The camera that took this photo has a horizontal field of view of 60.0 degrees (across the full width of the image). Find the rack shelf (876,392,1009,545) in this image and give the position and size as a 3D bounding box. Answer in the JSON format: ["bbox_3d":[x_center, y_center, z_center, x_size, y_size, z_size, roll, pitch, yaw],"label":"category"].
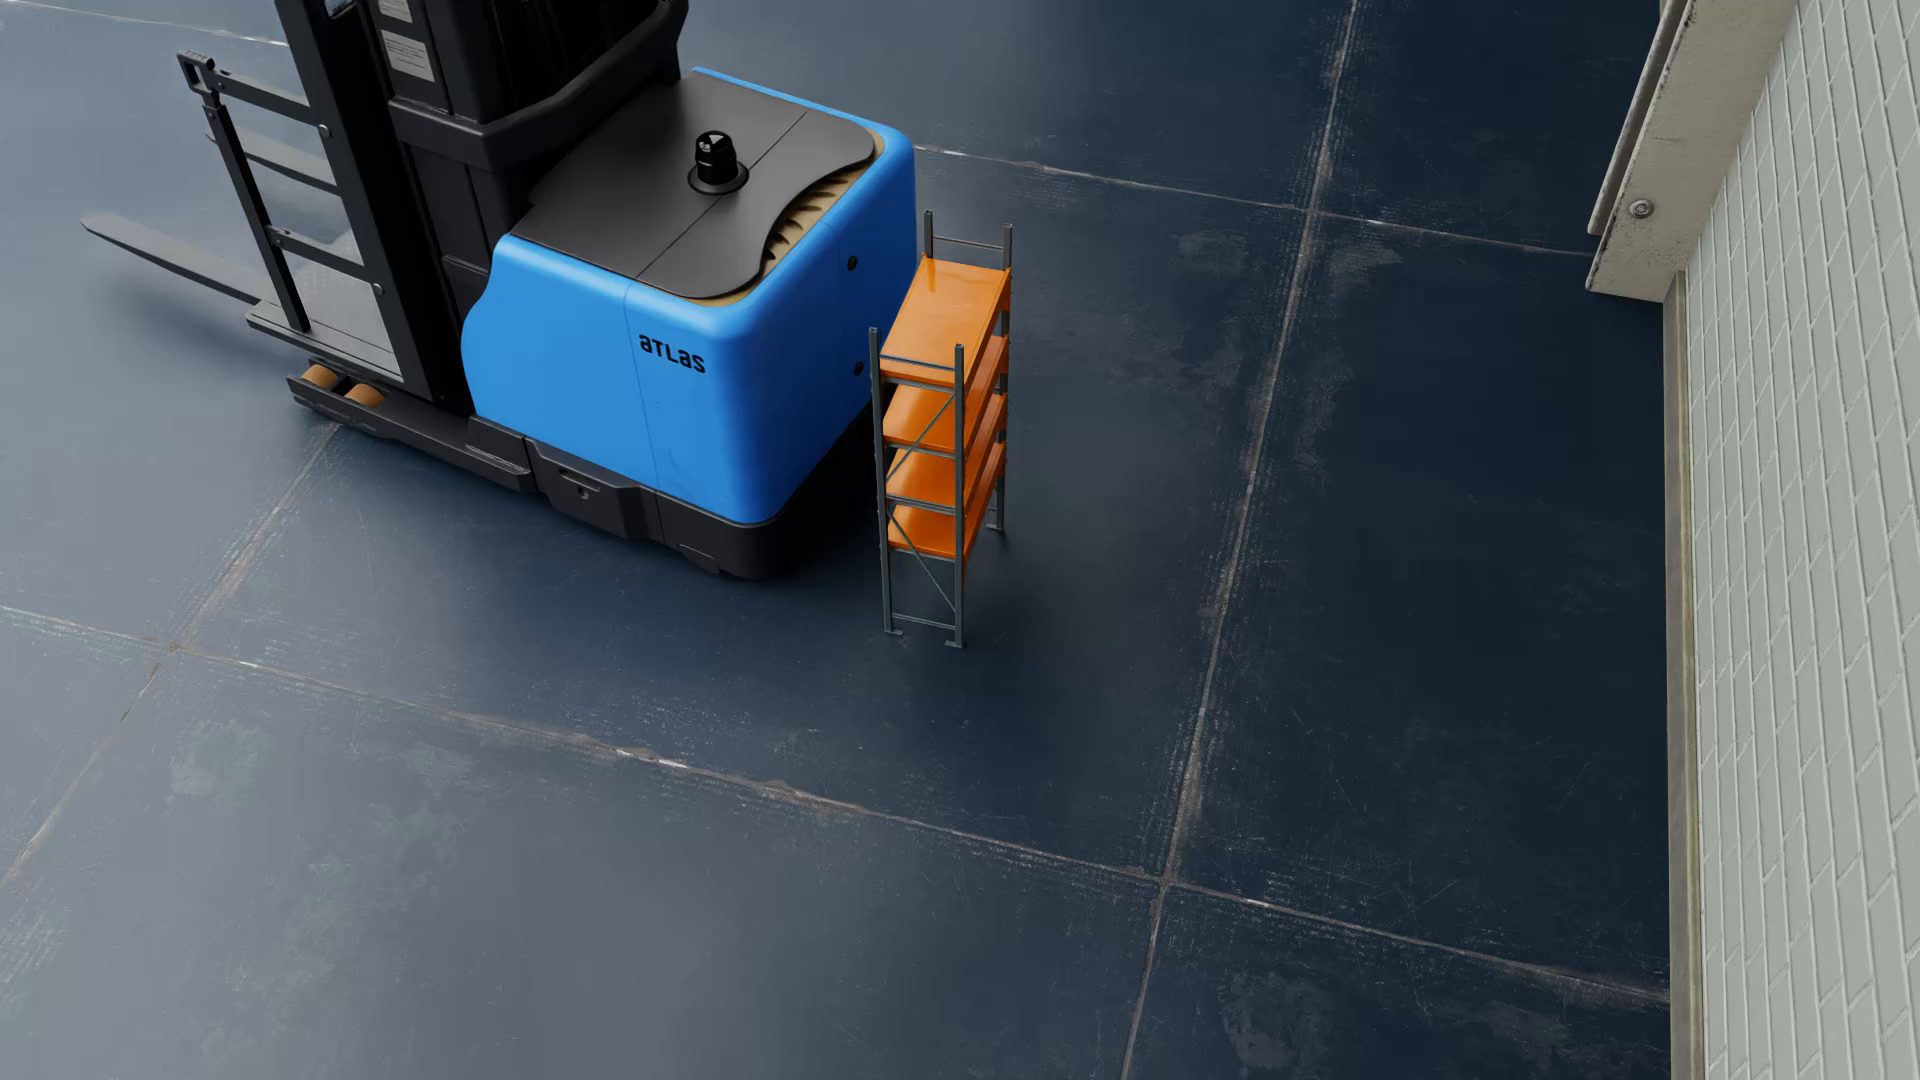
[{"bbox_3d":[-0.044,-0.233,4.745,0.258,0.148,0.480,12,50,10],"label":"rack shelf"}]

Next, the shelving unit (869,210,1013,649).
[{"bbox_3d":[-0.044,-0.277,4.694,0.258,1.200,0.503,12,50,10],"label":"shelving unit"}]

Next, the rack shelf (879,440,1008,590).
[{"bbox_3d":[-0.044,-0.101,4.894,0.258,0.148,0.480,12,50,10],"label":"rack shelf"}]

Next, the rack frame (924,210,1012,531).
[{"bbox_3d":[0.021,-0.454,4.850,0.240,1.200,0.015,12,50,10],"label":"rack frame"}]

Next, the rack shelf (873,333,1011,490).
[{"bbox_3d":[-0.044,-0.381,4.577,0.258,0.148,0.480,12,50,10],"label":"rack shelf"}]

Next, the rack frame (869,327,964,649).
[{"bbox_3d":[-0.108,-0.101,4.539,0.240,1.200,0.015,12,50,10],"label":"rack frame"}]

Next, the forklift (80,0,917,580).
[{"bbox_3d":[-1.664,-1.653,4.754,3.031,2.935,1.130,22,52,18],"label":"forklift"}]

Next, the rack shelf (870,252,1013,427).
[{"bbox_3d":[-0.044,-0.537,4.400,0.258,0.148,0.480,12,50,10],"label":"rack shelf"}]

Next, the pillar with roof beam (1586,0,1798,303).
[{"bbox_3d":[-1.674,-4.851,3.529,9.100,9.000,0.400,12,50,10],"label":"pillar with roof beam"}]
